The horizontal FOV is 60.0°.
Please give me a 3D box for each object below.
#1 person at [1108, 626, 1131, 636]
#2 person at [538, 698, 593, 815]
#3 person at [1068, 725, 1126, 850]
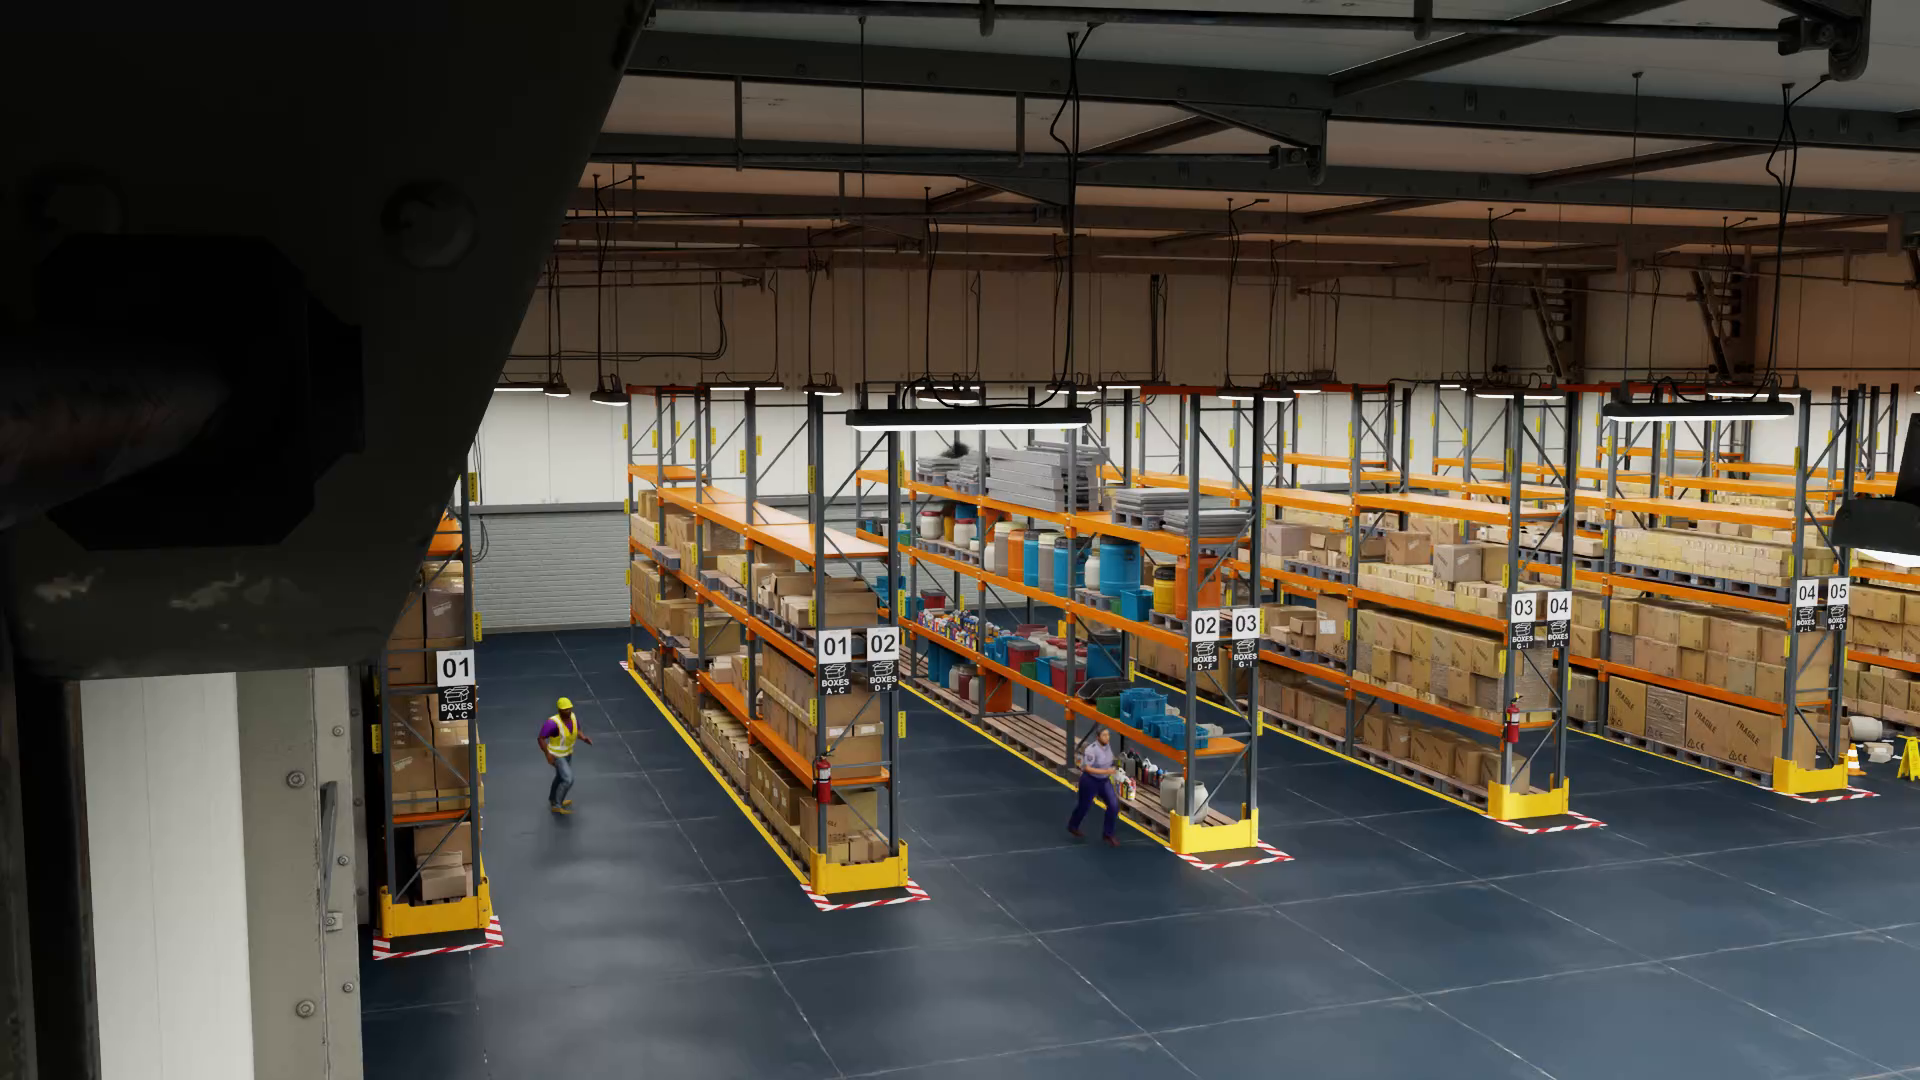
[{"bbox_3d":[2.974,2.274,32.014,0.621,1.628,0.930,-1,6,-6],"label":"person"},{"bbox_3d":[-5.634,3.065,23.712,0.835,1.700,0.713,2,6,21],"label":"person"},{"bbox_3d":[1.804,3.250,22.071,0.610,1.646,0.913,-5,8,-40],"label":"person"}]
